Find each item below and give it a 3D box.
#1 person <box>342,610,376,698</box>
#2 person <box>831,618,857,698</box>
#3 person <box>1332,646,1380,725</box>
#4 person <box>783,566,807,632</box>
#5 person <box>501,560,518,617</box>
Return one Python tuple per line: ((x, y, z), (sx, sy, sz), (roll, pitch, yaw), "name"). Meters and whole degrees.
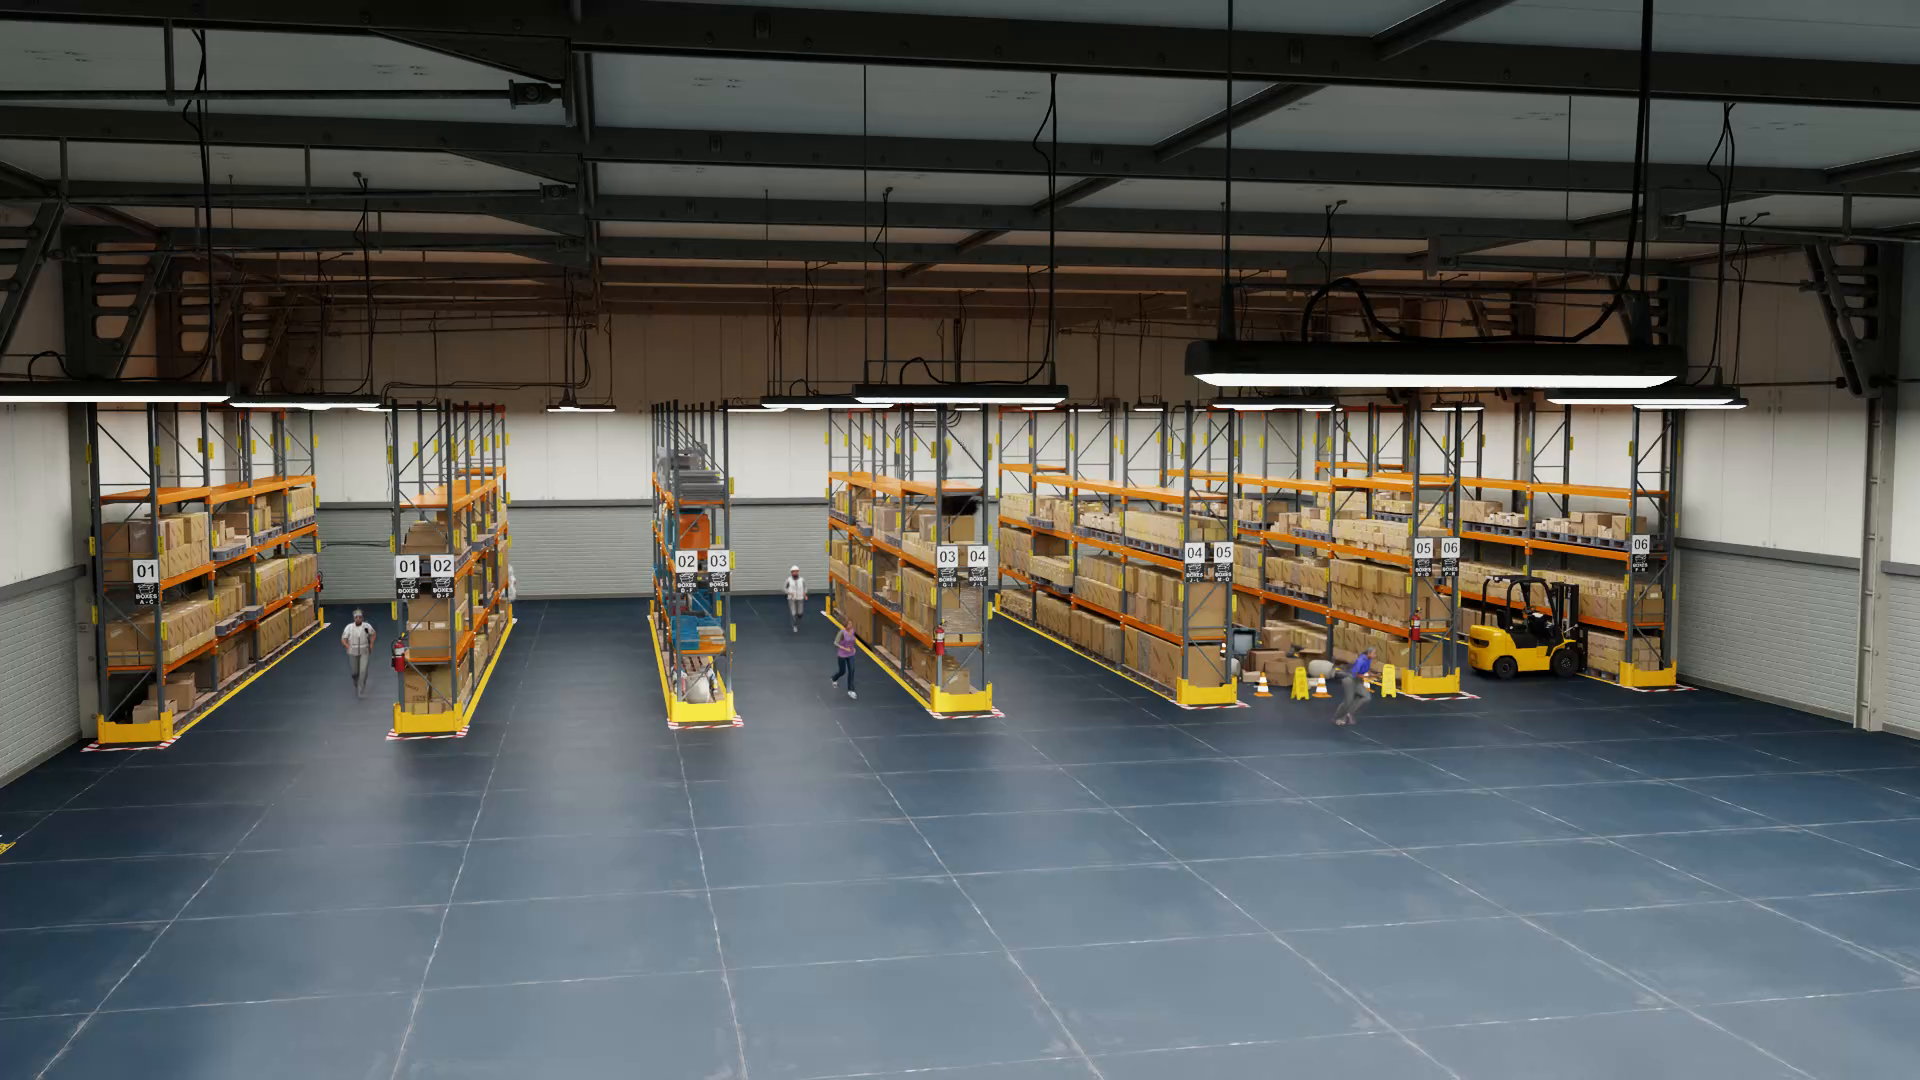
((-12.282, 2.310, 34.007), (0.672, 1.790, 0.814), (-2, 5, -21), "person")
((-2.344, 2.377, 33.884), (0.564, 1.592, 0.921), (-3, 5, -37), "person")
((7.305, 2.661, 30.570), (0.910, 1.498, 0.608), (3, 5, 35), "person")
((-4.338, 1.555, 43.963), (0.659, 1.730, 0.578), (-1, 4, -14), "person")
((-12.919, 1.312, 47.189), (0.643, 1.738, 0.712), (3, 5, 31), "person")
